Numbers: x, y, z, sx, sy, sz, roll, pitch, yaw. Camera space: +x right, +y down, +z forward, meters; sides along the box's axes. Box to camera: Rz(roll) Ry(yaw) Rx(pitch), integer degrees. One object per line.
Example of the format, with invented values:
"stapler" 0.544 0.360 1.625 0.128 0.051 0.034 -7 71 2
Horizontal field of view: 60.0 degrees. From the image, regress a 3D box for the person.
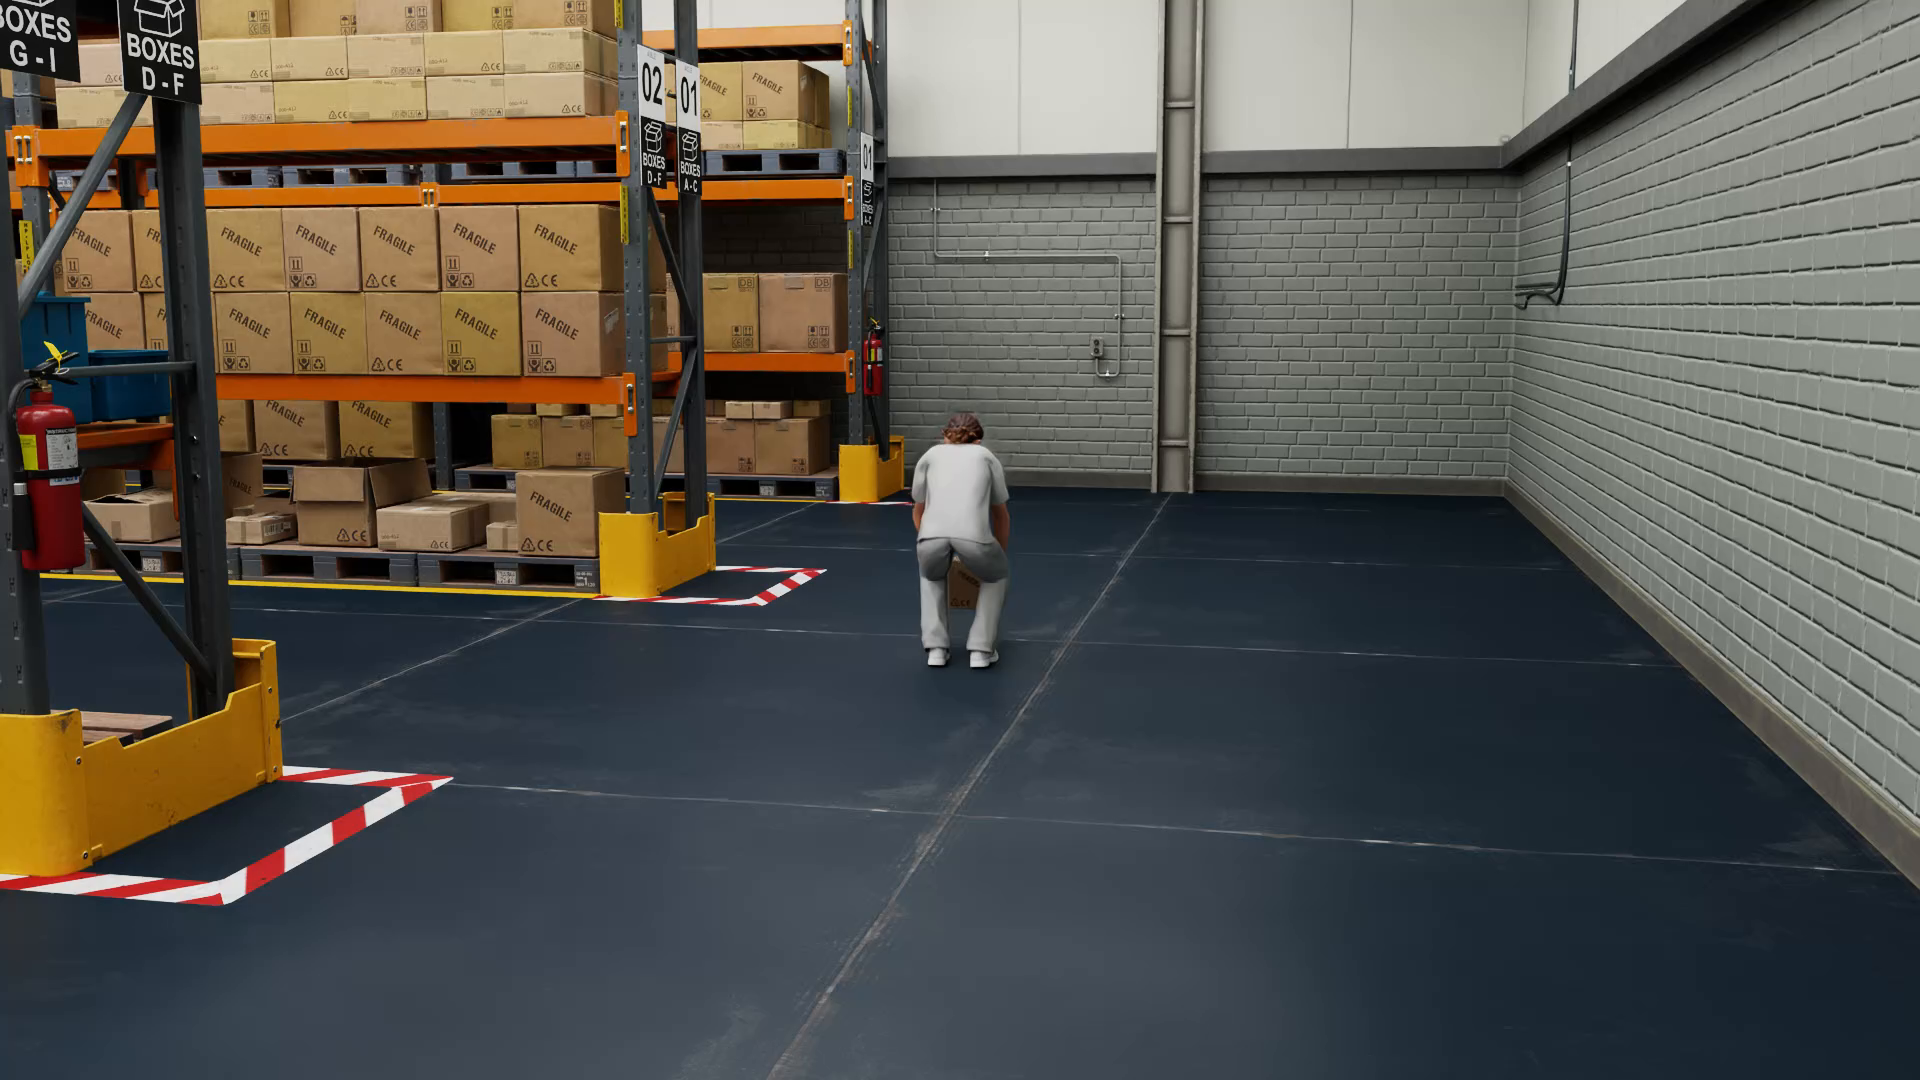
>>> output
"person" -0.015 -0.004 8.086 0.496 1.194 0.725 2 8 11
